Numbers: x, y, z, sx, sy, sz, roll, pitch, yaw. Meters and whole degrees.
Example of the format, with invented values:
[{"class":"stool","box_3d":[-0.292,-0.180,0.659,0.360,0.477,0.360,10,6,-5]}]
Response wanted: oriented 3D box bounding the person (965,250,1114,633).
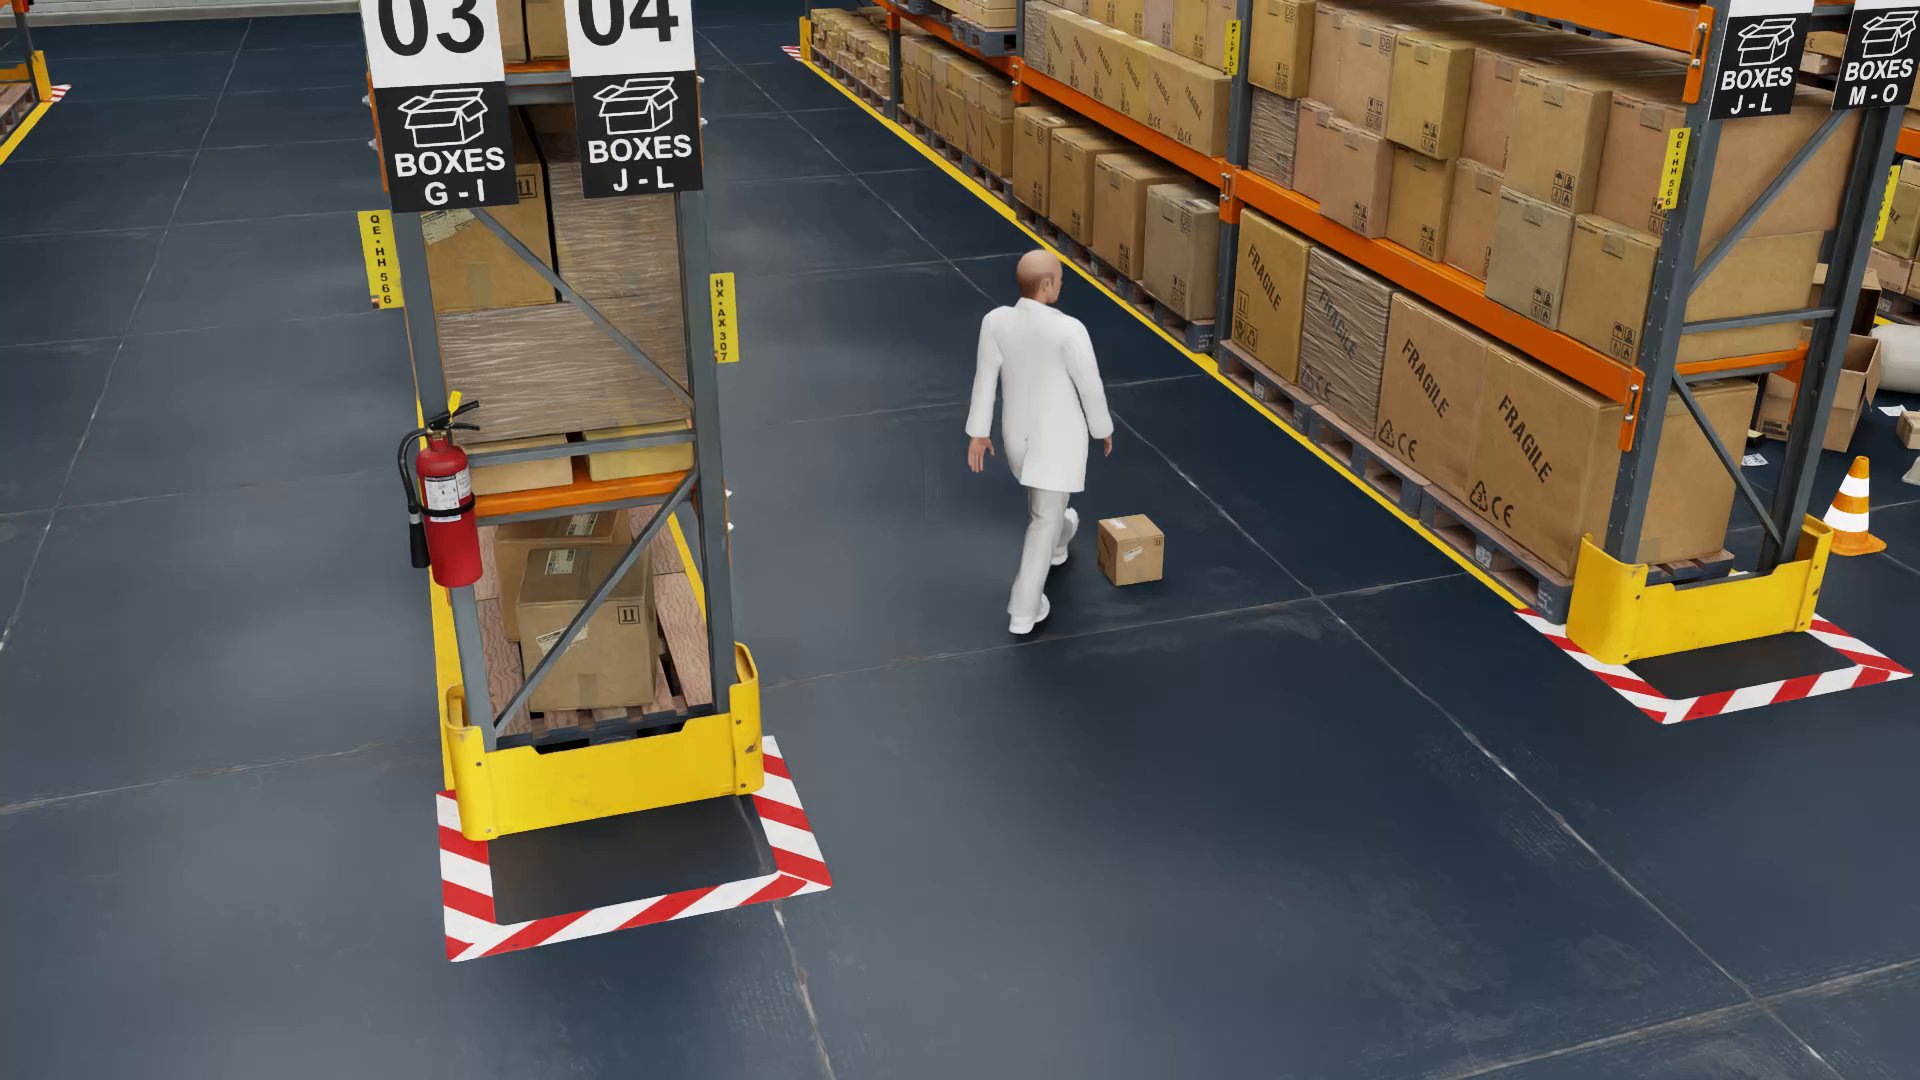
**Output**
[{"class":"person","box_3d":[0.434,-0.542,7.765,0.626,1.720,1.089,17,31,31]}]
